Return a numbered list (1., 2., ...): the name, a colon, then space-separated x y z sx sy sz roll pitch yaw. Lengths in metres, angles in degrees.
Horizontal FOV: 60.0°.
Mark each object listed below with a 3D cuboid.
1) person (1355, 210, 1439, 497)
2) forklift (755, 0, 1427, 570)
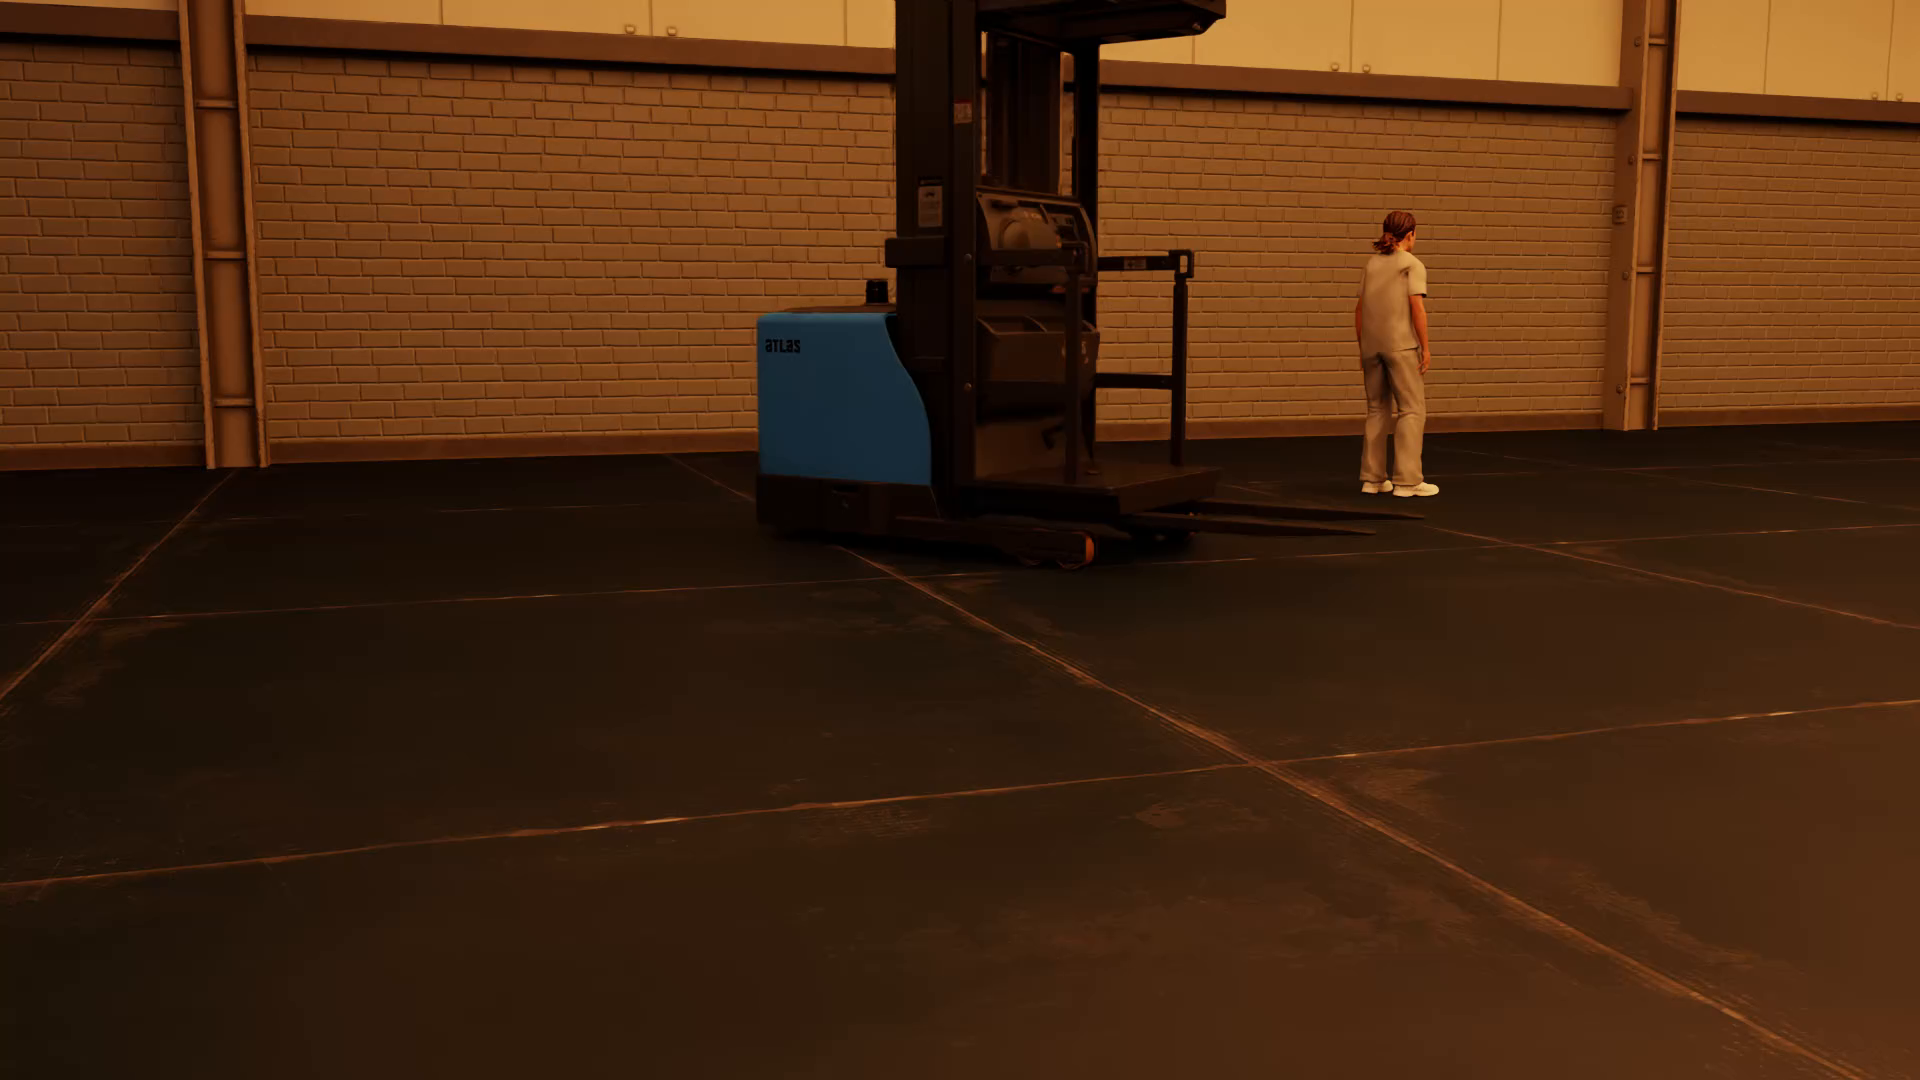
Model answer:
1. person: 2.568 -1.103 9.834 0.364 1.671 0.499 -6 10 -39
2. forklift: 0.526 -1.408 7.400 3.031 2.935 1.130 5 9 33
